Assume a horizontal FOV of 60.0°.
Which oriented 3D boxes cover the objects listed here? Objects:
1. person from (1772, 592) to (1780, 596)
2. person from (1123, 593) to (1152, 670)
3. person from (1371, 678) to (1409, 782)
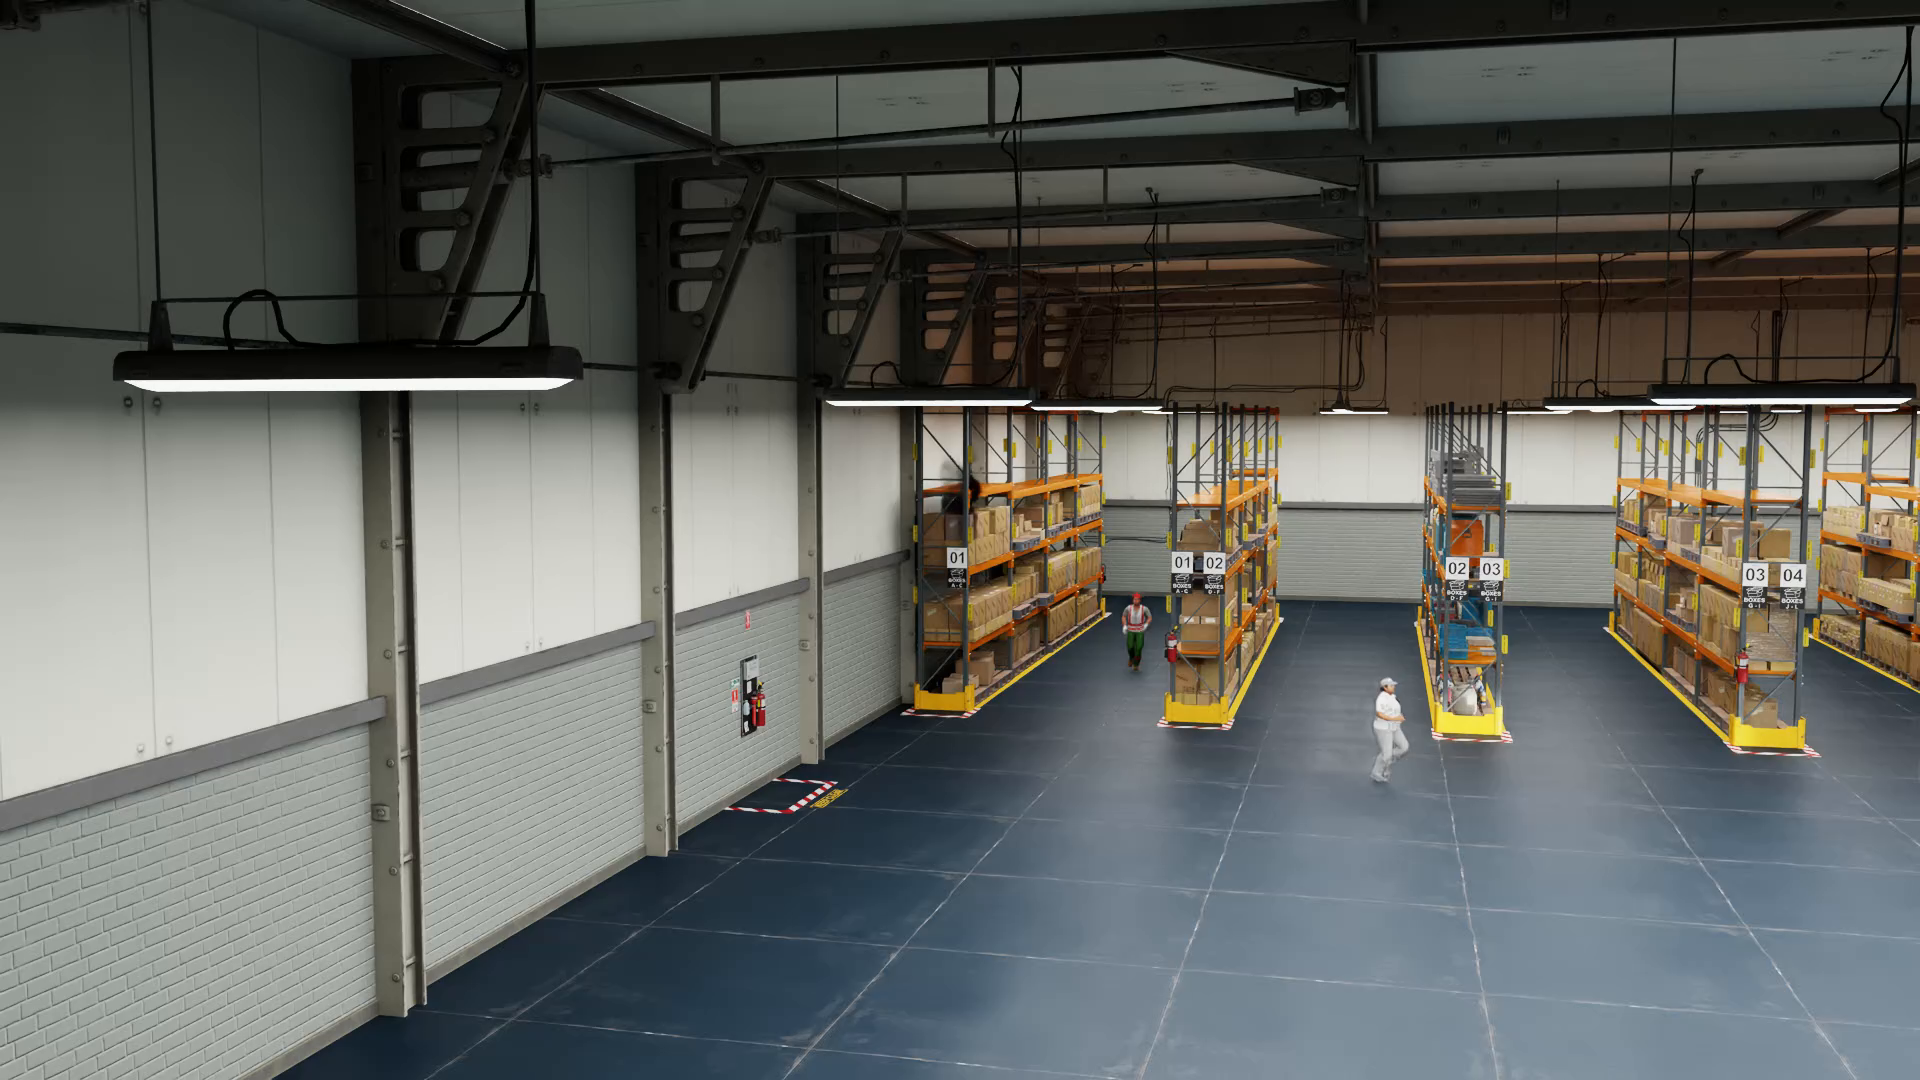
[{"bbox_3d":[21.685,1.650,43.836,0.610,1.703,0.726,-2,5,-22],"label":"person"},{"bbox_3d":[3.991,2.074,37.547,0.668,1.749,0.583,1,4,9],"label":"person"},{"bbox_3d":[6.729,2.971,26.050,0.570,1.639,0.661,3,5,38],"label":"person"}]
